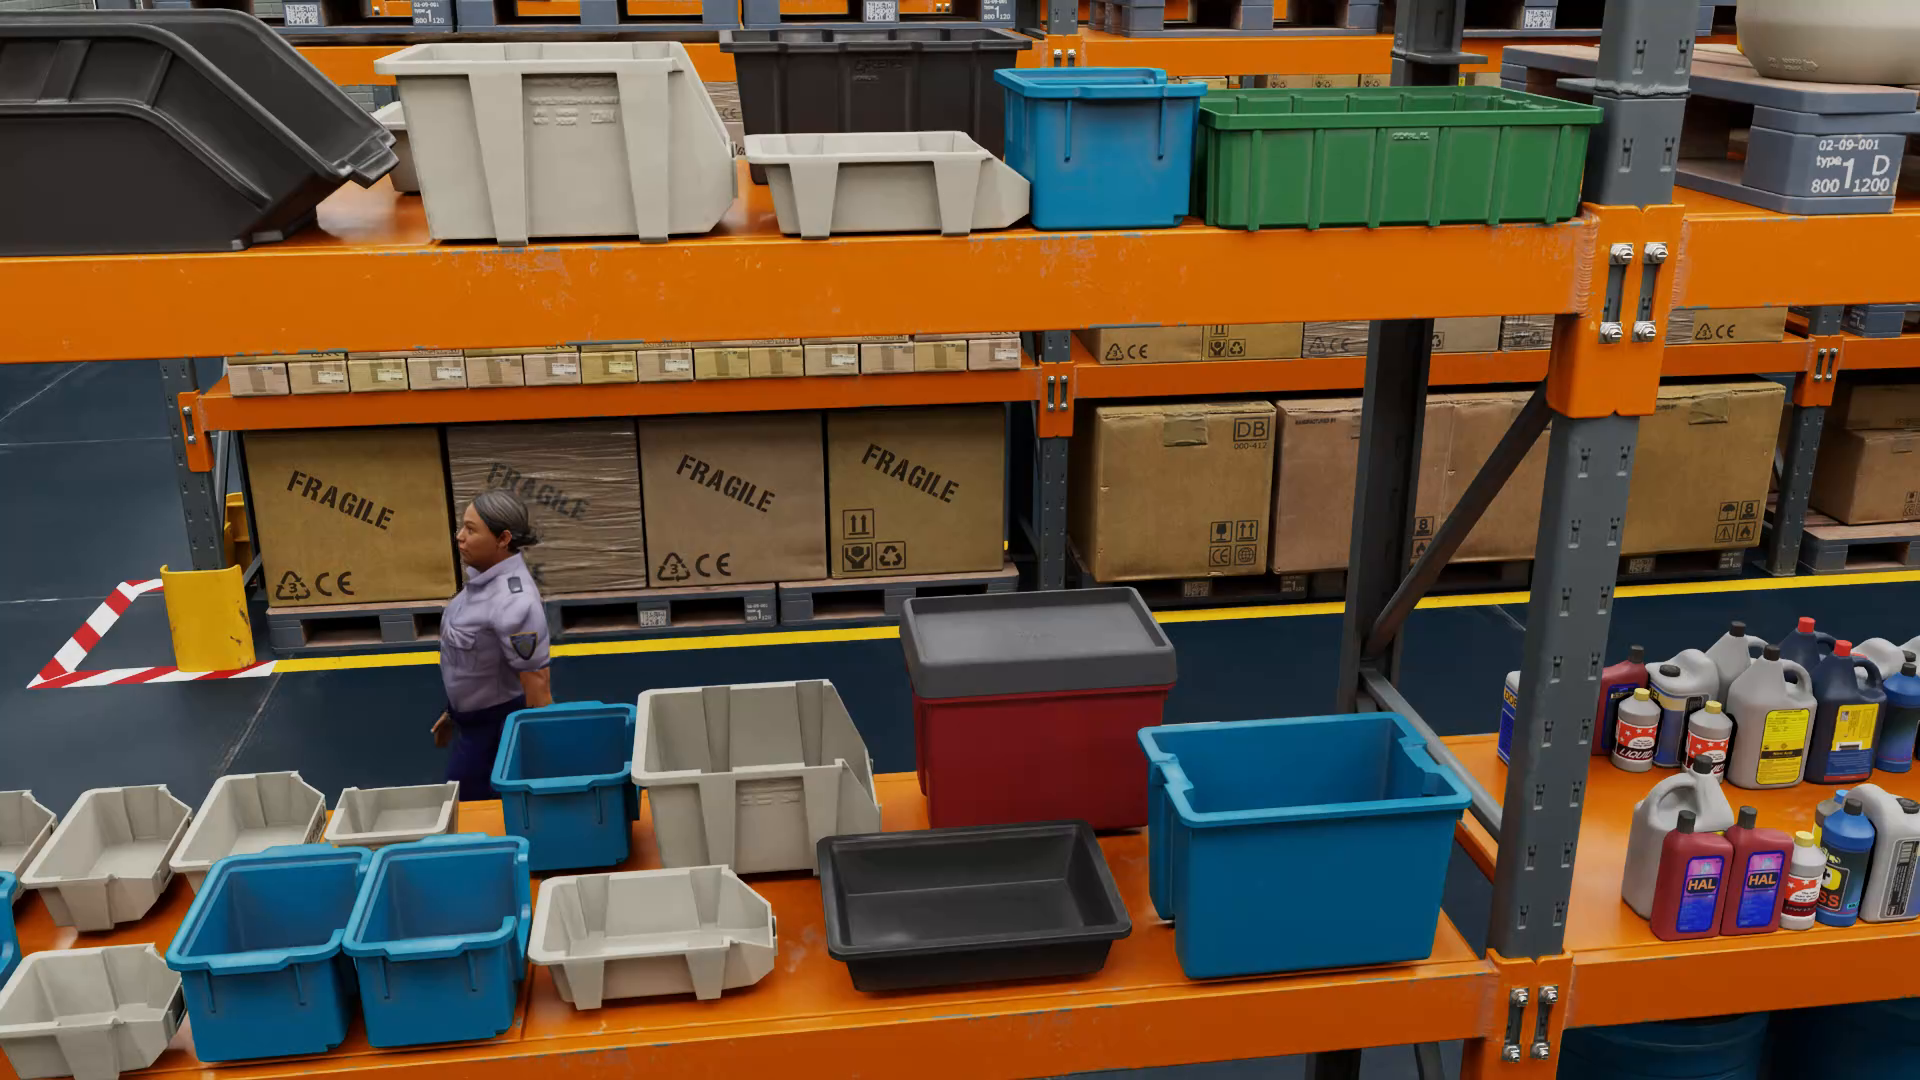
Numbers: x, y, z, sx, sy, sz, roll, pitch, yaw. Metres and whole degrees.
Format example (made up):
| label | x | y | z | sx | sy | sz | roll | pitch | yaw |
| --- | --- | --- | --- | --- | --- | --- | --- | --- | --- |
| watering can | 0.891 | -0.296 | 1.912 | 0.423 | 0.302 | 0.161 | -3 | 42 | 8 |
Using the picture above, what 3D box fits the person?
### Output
| label | x | y | z | sx | sy | sz | roll | pitch | yaw |
| --- | --- | --- | --- | --- | --- | --- | --- | --- | --- |
| person | -1.493 | 0.662 | 5.342 | 0.493 | 1.712 | 0.479 | -6 | 21 | -16 |
